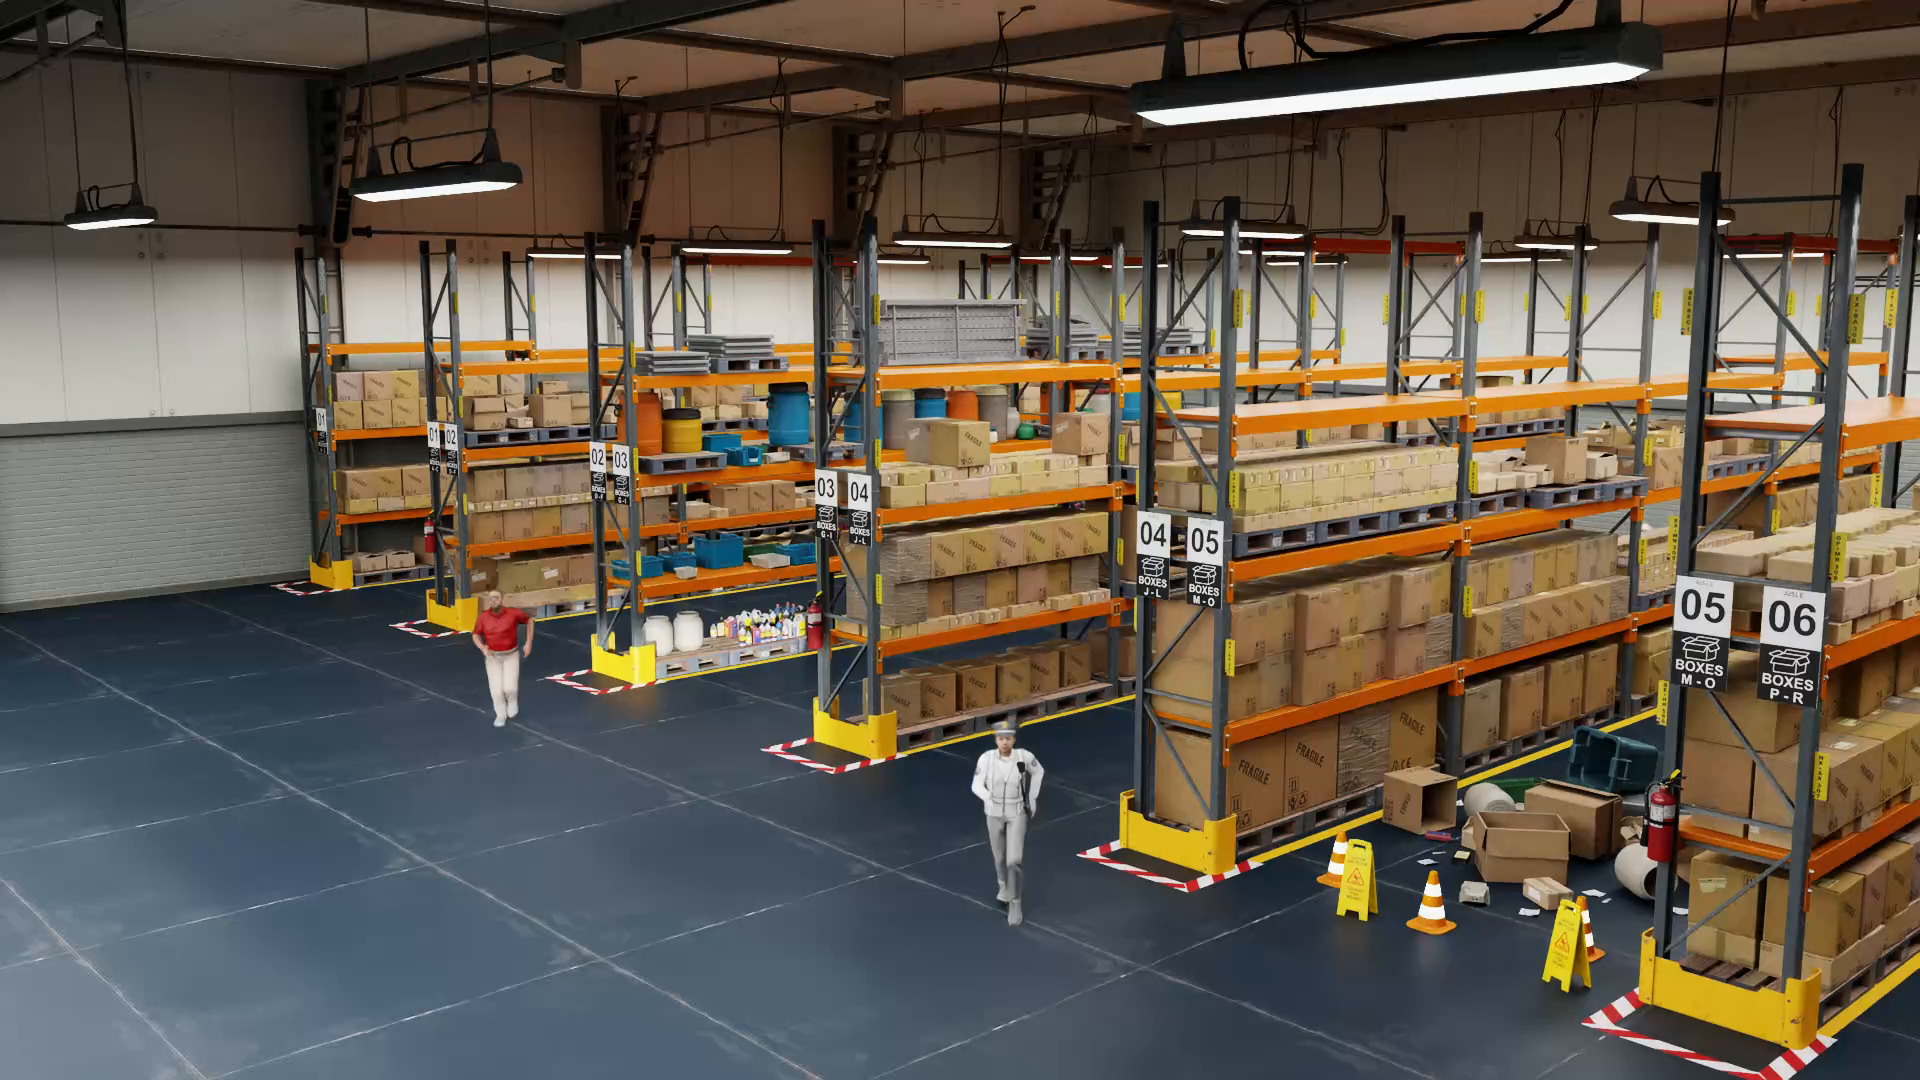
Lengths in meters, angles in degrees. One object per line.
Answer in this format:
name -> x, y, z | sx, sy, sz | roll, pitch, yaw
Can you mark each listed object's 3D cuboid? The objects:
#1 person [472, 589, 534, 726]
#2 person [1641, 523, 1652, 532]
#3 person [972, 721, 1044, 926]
person -> -5.481, 1.430, 19.933 | 0.689, 1.677, 0.712 | -1, 8, -5
person -> 10.489, 0.567, 25.455 | 0.643, 1.712, 0.914 | 7, 11, 39
person -> 0.385, 2.322, 13.874 | 0.561, 1.727, 0.771 | 2, 9, 12
